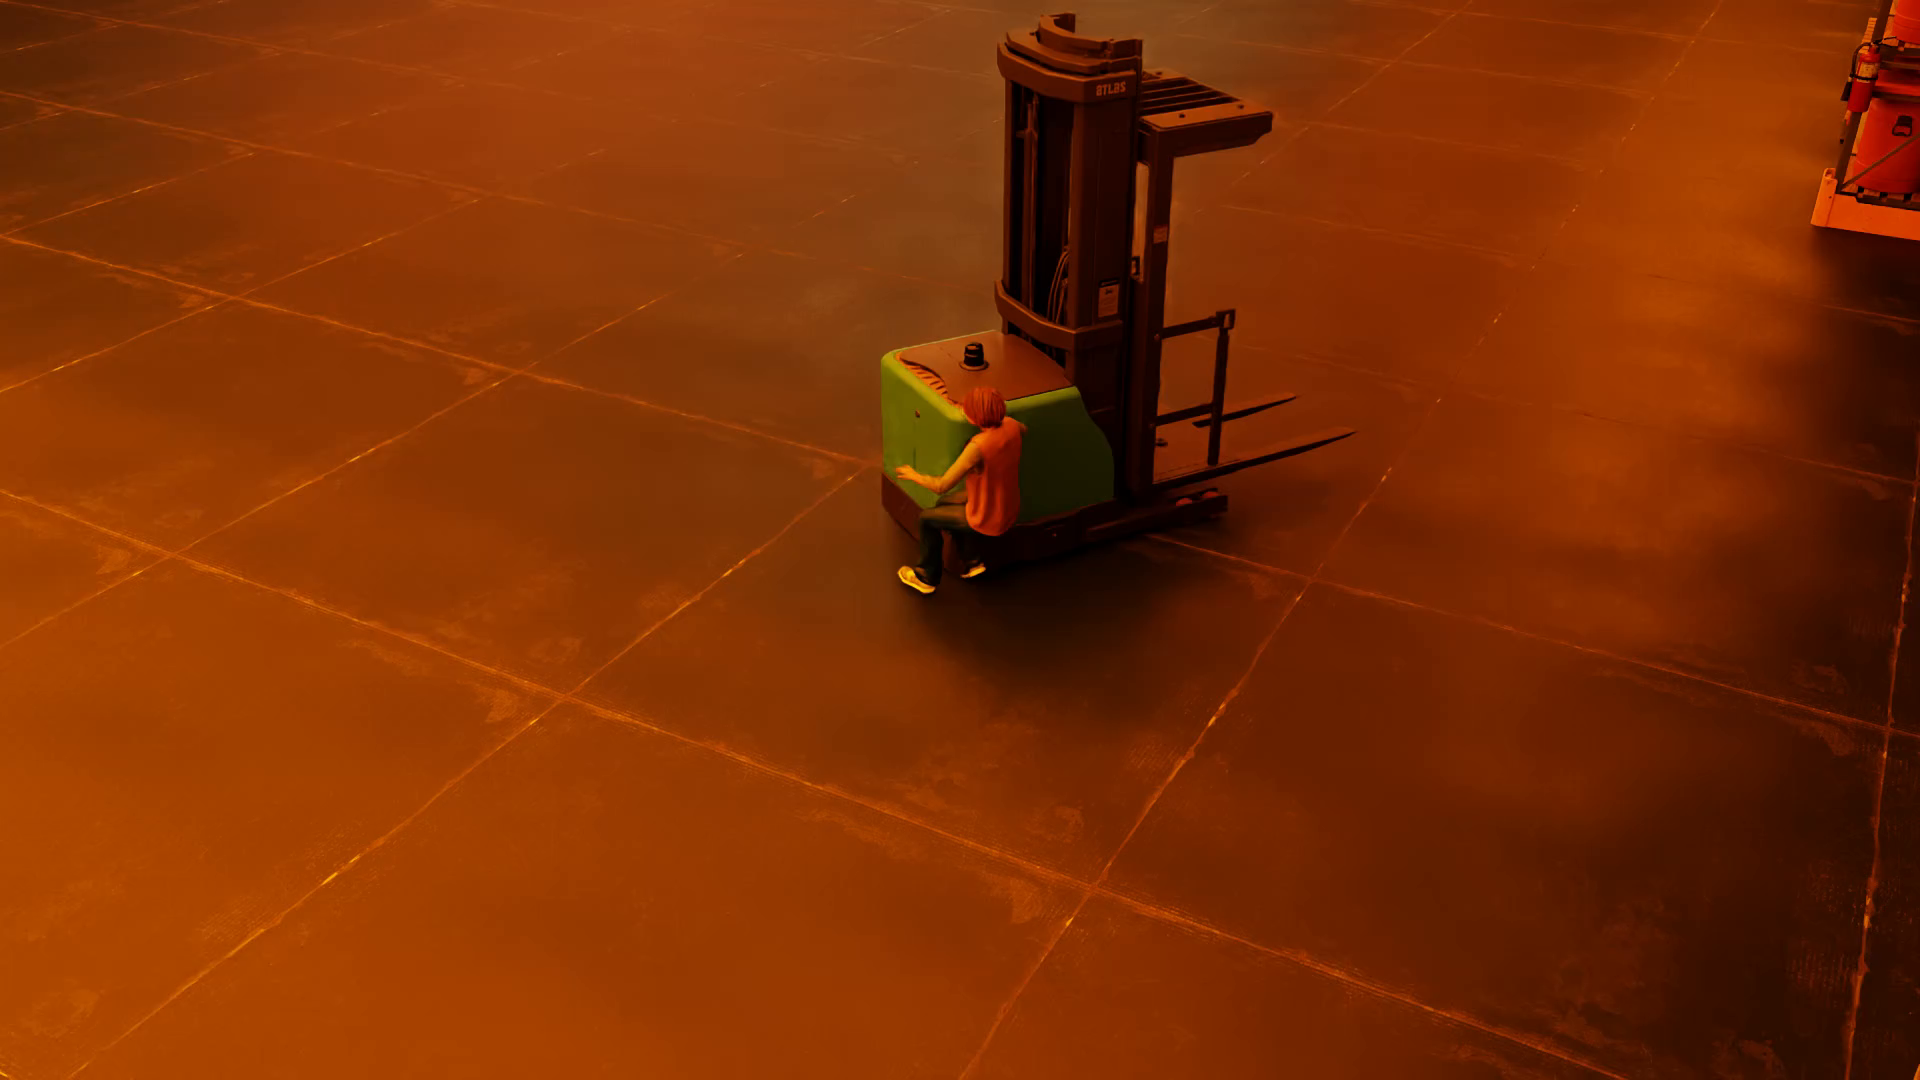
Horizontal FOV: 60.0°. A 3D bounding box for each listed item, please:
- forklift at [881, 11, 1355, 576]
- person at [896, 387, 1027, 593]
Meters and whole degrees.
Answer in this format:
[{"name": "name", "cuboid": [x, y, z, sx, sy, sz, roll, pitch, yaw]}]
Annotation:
[{"name": "forklift", "cuboid": [1.067, -1.575, 9.800, 3.031, 2.935, 1.130, -15, 33, -24]}, {"name": "person", "cuboid": [-0.032, -0.258, 9.116, 0.753, 1.366, 0.742, 14, 33, 23]}]
